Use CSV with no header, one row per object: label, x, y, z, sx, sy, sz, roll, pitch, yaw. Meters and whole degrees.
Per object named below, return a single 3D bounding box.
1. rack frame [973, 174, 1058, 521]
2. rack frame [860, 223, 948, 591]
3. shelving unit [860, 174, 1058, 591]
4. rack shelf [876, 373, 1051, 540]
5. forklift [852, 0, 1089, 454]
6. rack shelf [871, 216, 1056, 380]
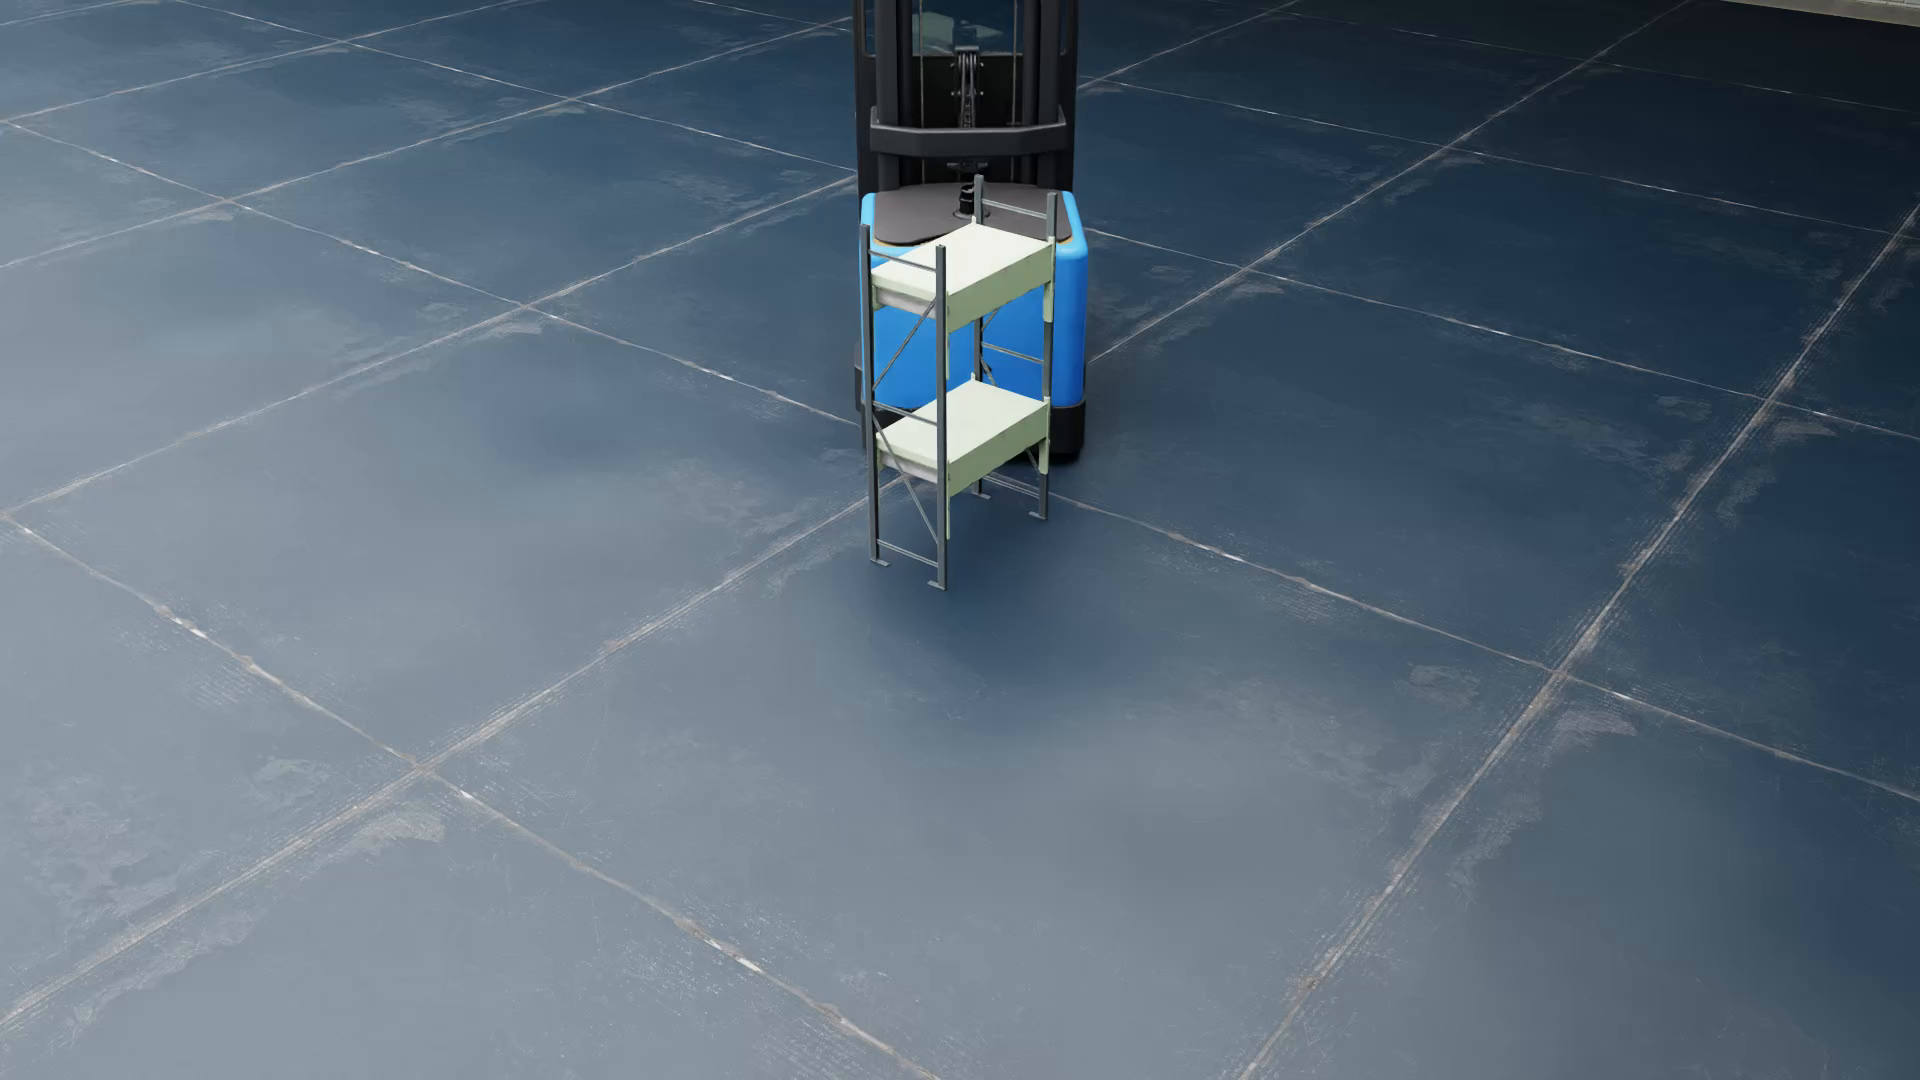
rack frame,0.225,-0.797,7.123,0.400,1.500,0.023,21,37,31
rack frame,-0.217,-0.499,6.621,0.400,1.500,0.023,21,37,31
shelving unit,0.004,-0.648,6.872,0.431,1.500,0.755,21,37,31
rack shelf,0.004,-0.367,7.038,0.431,0.370,0.720,21,37,31
forklift,0.018,-2.369,8.372,1.130,2.935,3.031,-1,31,-2
rack shelf,0.004,-0.984,6.673,0.431,0.370,0.720,21,37,31
